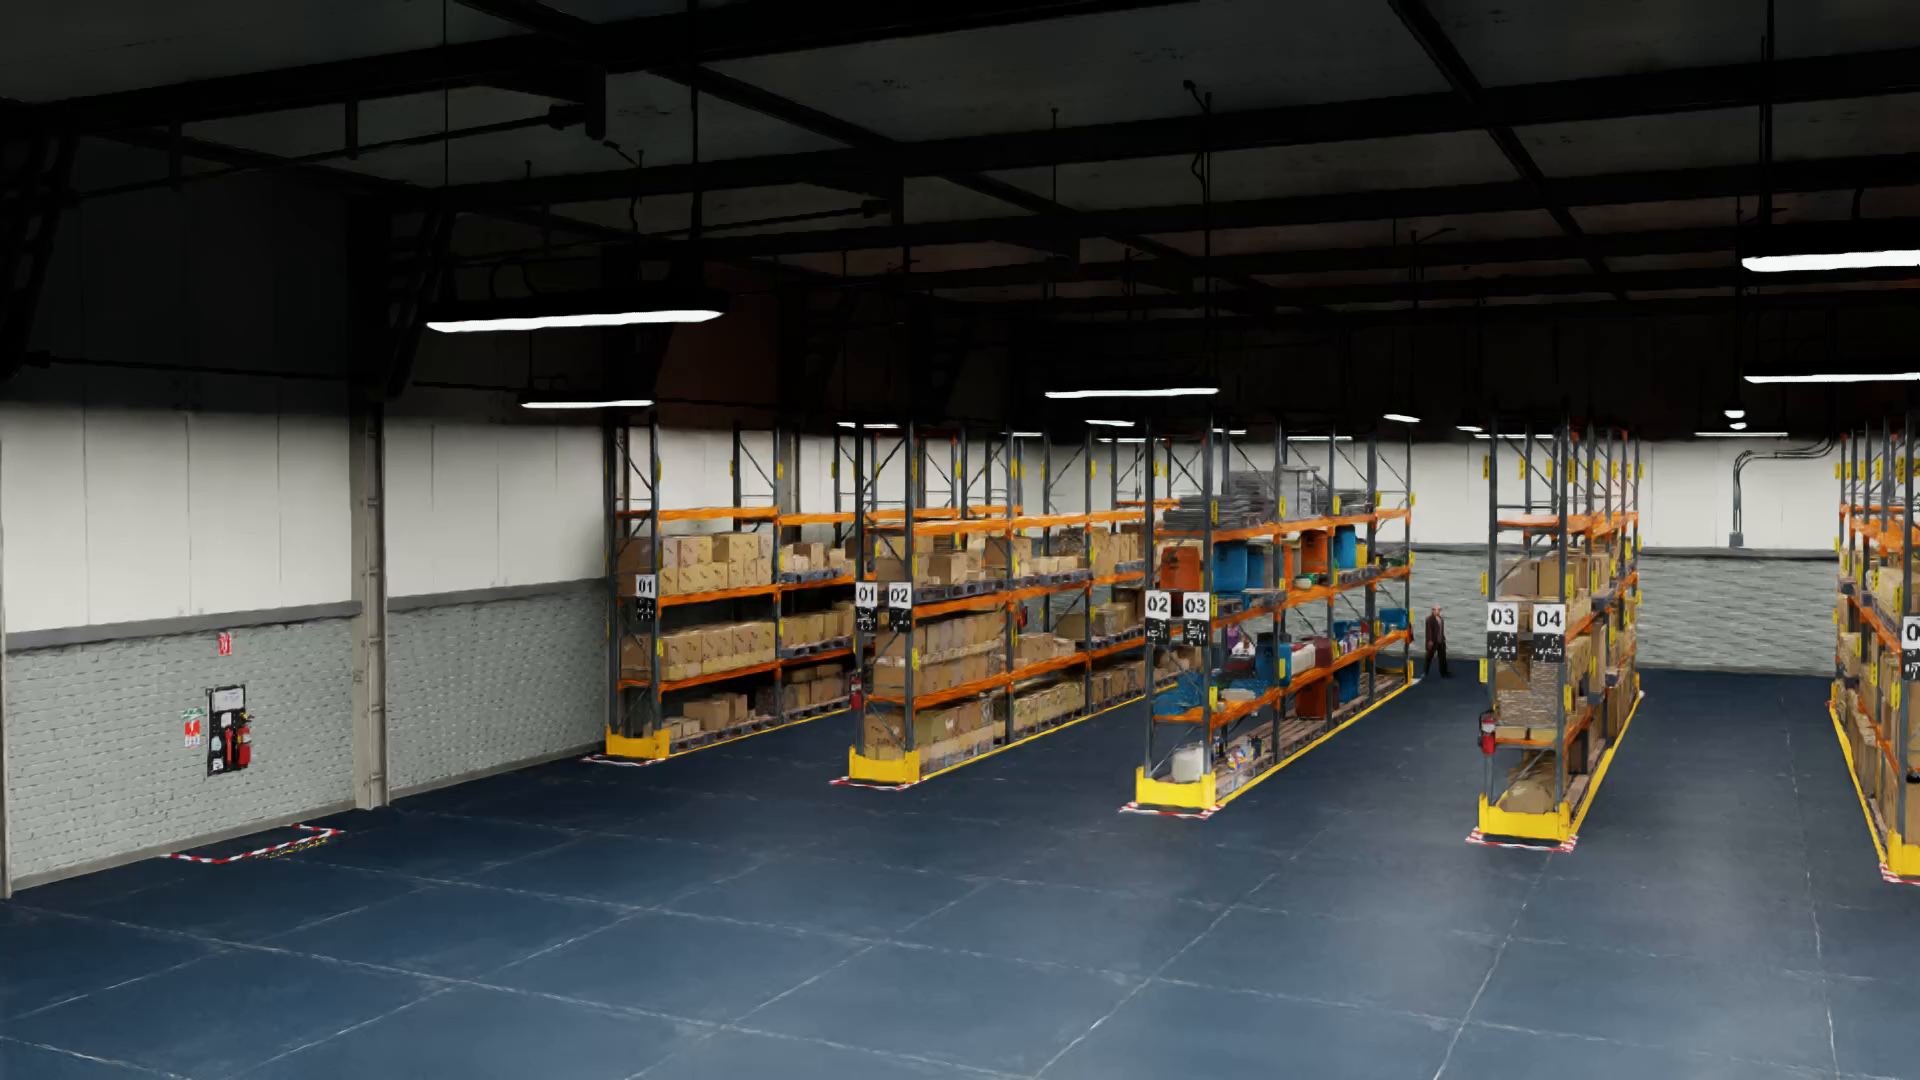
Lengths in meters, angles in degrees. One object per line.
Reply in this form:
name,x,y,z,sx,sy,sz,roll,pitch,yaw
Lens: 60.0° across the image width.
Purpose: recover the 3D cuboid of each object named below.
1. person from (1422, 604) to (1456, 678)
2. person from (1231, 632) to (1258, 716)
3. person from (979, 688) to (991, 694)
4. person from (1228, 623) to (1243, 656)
person,11.445,2.421,39.905,0.771,1.768,0.571,-1,3,-28
person,5.848,2.717,33.861,0.724,1.733,0.546,1,3,24
person,0.462,2.606,37.236,0.445,1.646,0.577,0,2,2
person,6.504,2.569,39.356,0.432,1.537,0.947,1,3,24
